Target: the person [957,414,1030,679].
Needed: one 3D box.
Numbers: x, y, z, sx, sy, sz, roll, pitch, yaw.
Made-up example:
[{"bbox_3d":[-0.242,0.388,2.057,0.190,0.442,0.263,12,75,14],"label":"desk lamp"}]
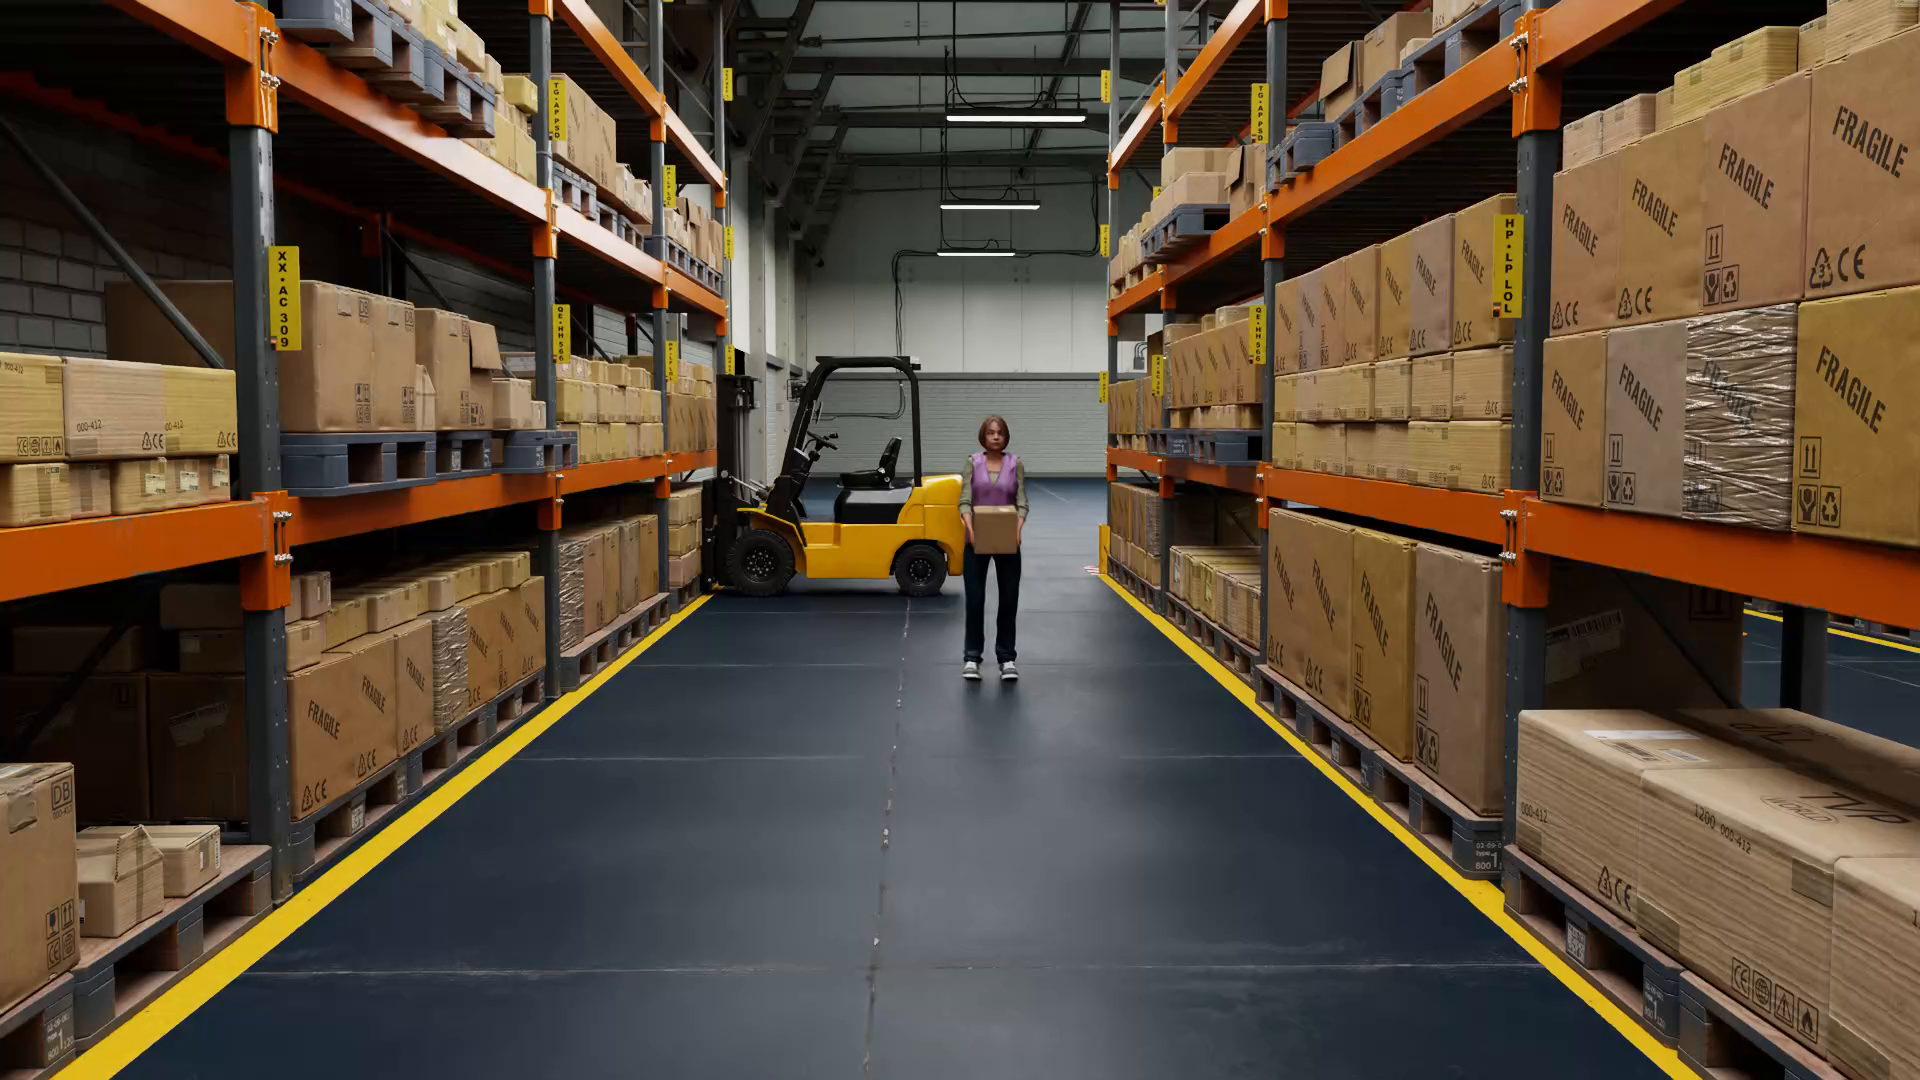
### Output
[{"bbox_3d":[0.204,0.040,10.078,0.443,1.603,0.436,0,4,-2],"label":"person"}]
